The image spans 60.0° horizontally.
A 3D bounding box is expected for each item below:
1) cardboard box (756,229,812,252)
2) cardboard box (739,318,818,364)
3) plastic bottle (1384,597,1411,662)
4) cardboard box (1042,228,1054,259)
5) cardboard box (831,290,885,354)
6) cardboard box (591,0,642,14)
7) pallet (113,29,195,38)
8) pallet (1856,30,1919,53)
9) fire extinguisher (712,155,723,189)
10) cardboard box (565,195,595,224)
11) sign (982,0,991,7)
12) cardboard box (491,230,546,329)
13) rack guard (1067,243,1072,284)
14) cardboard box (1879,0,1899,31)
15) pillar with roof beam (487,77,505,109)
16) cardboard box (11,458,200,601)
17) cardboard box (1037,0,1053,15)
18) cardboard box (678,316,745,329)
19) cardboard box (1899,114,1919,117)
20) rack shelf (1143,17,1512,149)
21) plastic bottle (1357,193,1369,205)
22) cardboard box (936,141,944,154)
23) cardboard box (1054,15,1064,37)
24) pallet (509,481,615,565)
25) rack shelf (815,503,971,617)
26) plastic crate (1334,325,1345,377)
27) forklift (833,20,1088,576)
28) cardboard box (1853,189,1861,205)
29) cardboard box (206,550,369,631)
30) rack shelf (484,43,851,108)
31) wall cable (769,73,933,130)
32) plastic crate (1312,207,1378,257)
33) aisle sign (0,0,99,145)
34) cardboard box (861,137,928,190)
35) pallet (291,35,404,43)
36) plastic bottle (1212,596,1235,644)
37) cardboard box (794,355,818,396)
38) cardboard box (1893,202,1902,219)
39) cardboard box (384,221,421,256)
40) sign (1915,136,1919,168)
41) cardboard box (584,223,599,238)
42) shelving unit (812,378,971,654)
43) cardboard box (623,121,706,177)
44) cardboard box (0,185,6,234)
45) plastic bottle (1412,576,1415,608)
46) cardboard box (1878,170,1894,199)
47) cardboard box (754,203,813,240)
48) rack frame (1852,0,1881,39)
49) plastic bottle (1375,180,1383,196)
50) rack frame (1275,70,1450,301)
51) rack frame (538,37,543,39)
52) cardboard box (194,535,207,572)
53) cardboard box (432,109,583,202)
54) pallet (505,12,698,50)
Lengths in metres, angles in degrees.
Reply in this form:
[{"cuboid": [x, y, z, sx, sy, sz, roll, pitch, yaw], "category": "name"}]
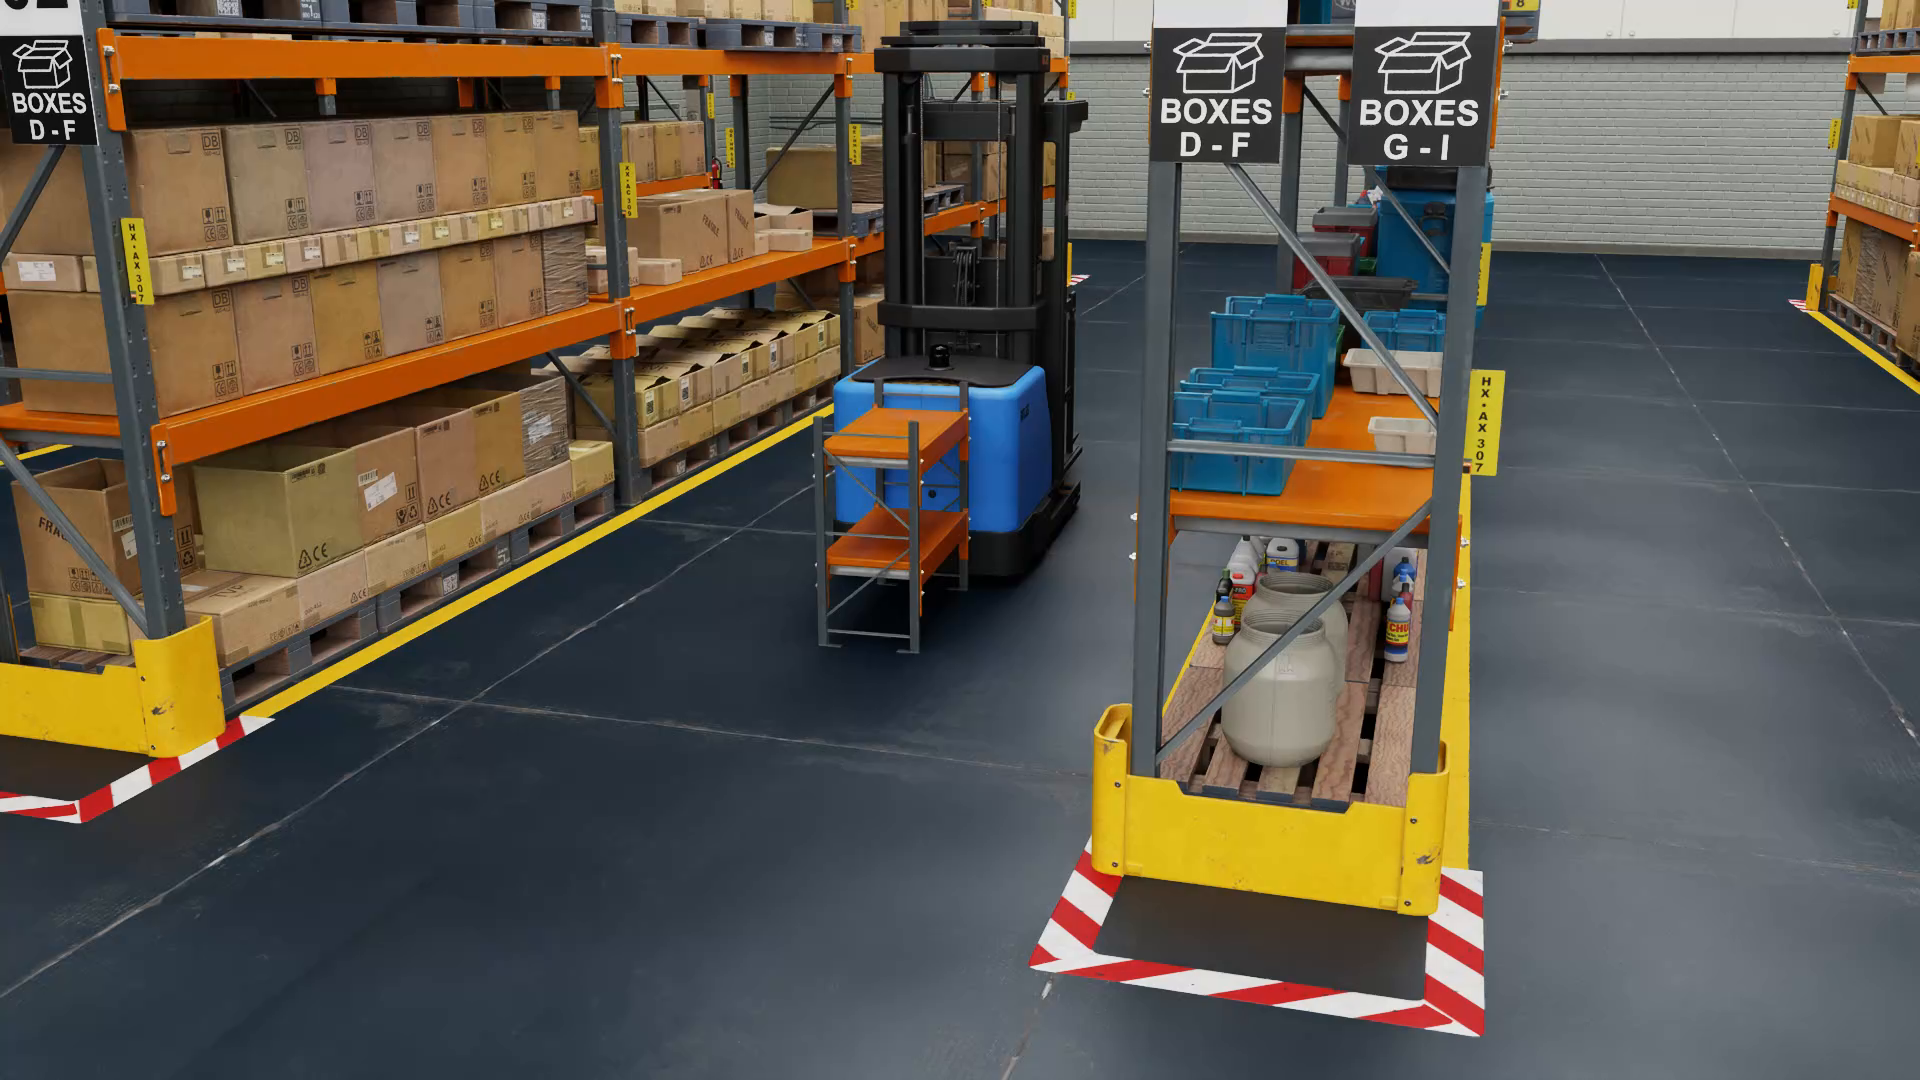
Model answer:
[{"cuboid": [-1.390, -2.369, 13.146, 0.380, 0.149, 0.250, 5, 16, 16], "category": "cardboard box"}, {"cuboid": [-1.453, -1.603, 13.227, 0.500, 0.311, 0.500, 4, 16, 15], "category": "cardboard box"}, {"cuboid": [1.890, 0.382, 7.179, 0.097, 0.271, 0.097, 0, 16, 0], "category": "plastic bottle"}, {"cuboid": [0.956, -3.688, 21.108, 0.500, 0.500, 0.500, 5, 16, 16], "category": "cardboard box"}, {"cuboid": [-0.852, -1.990, 15.124, 0.500, 0.500, 0.500, 4, 16, 14], "category": "cardboard box"}, {"cuboid": [-2.351, -3.434, 10.447, 0.500, 0.250, 0.500, 6, 17, 22], "category": "cardboard box"}, {"cuboid": [-6.717, -3.861, 12.792, 1.213, 0.211, 1.003, 5, 16, 16], "category": "pallet"}, {"cuboid": [10.170, -5.276, 17.600, 1.003, 0.211, 1.213, 5, 16, 16], "category": "pallet"}, {"cuboid": [-3.391, -5.010, 22.821, 0.296, 0.674, 0.183, 5, 16, 16], "category": "fire extinguisher"}, {"cuboid": [-2.408, -1.973, 9.916, 0.380, 0.149, 0.250, 5, 16, 16], "category": "cardboard box"}, {"cuboid": [0.271, -5.633, 17.024, 0.100, 0.325, 0.005, 5, 16, 16], "category": "sign"}, {"cuboid": [-2.799, -1.493, 9.414, 0.700, 0.500, 0.500, 4, 16, 15], "category": "cardboard box"}, {"cuboid": [0.853, -3.617, 21.667, 1.175, 0.500, 0.348, 5, 16, 16], "category": "rack guard"}, {"cuboid": [9.999, -5.534, 17.210, 0.700, 0.500, 0.500, 4, 16, 14], "category": "cardboard box"}, {"cuboid": [-1.516, -6.979, 17.944, 9.100, 9.000, 0.400, 5, 16, 16], "category": "pillar with roof beam"}, {"cuboid": [-3.805, -0.057, 7.429, 0.500, 0.500, 0.500, 5, 16, 16], "category": "cardboard box"}, {"cuboid": [0.744, -6.676, 20.358, 0.700, 0.500, 0.500, 5, 16, 16], "category": "cardboard box"}, {"cuboid": [-1.971, -1.644, 13.369, 0.500, 0.311, 0.500, 4, 16, 14], "category": "cardboard box"}, {"cuboid": [10.485, -4.355, 18.040, 0.500, 0.500, 0.500, 5, 17, 17], "category": "cardboard box"}, {"cuboid": [1.644, -1.889, 6.814, 1.077, 0.370, 4.000, 5, 16, 16], "category": "rack shelf"}, {"cuboid": [3.465, -2.814, 14.345, 0.144, 0.351, 0.185, 5, 16, 16], "category": "plastic bottle"}, {"cuboid": [-0.367, -4.475, 18.093, 0.500, 0.500, 0.500, 5, 17, 16], "category": "cardboard box"}, {"cuboid": [0.973, -6.297, 20.395, 0.500, 0.250, 0.500, 5, 16, 16], "category": "cardboard box"}, {"cuboid": [-2.802, -0.154, 9.986, 1.003, 0.211, 1.213, 5, 16, 16], "category": "pallet"}, {"cuboid": [-0.319, 0.082, 8.374, 0.538, 0.278, 1.000, 4, 16, 13], "category": "rack shelf"}, {"cuboid": [1.556, -0.880, 7.824, 0.450, 0.188, 0.662, 5, 16, 16], "category": "plastic crate"}, {"cuboid": [0.147, -1.577, 10.019, 1.130, 2.935, 3.031, 4, 16, 13], "category": "forklift"}, {"cuboid": [9.664, -3.614, 17.533, 0.380, 0.149, 0.250, 4, 16, 15], "category": "cardboard box"}, {"cuboid": [-3.168, 0.213, 7.852, 0.500, 0.250, 0.500, 5, 16, 16], "category": "cardboard box"}, {"cuboid": [-1.967, -3.321, 11.861, 1.077, 0.370, 4.000, 5, 16, 16], "category": "rack shelf"}, {"cuboid": [-1.926, -8.067, 27.471, 3.097, 2.526, 0.112, 5, 16, 16], "category": "wall cable"}, {"cuboid": [2.596, -1.994, 11.244, 0.402, 0.464, 0.583, 5, 16, 16], "category": "plastic crate"}, {"cuboid": [-3.397, -1.864, 6.139, 0.394, 0.787, 0.004, 5, 16, 16], "category": "aisle sign"}, {"cuboid": [-0.746, -3.752, 16.608, 0.700, 0.500, 0.500, 7, 17, 25], "category": "cardboard box"}, {"cuboid": [-6.017, -4.655, 15.593, 1.213, 0.211, 1.003, 5, 17, 18], "category": "pallet"}, {"cuboid": [1.177, 0.351, 7.416, 0.097, 0.201, 0.097, 0, 16, 0], "category": "plastic bottle"}, {"cuboid": [-1.458, -1.334, 13.306, 0.500, 0.250, 0.500, 4, 16, 15], "category": "cardboard box"}, {"cuboid": [9.153, -3.143, 15.874, 0.380, 0.149, 0.250, 4, 16, 15], "category": "cardboard box"}, {"cuboid": [-2.917, -1.502, 8.256, 0.380, 0.149, 0.250, 5, 17, 16], "category": "cardboard box"}, {"cuboid": [8.702, -3.521, 15.016, 0.100, 0.325, 0.005, 5, 16, 16], "category": "sign"}, {"cuboid": [-4.430, -3.751, 20.180, 0.380, 0.149, 0.250, 5, 17, 18], "category": "cardboard box"}, {"cuboid": [-0.319, -0.153, 8.307, 0.538, 1.125, 1.048, 4, 16, 13], "category": "shelving unit"}, {"cuboid": [-4.011, -5.233, 22.233, 0.980, 0.700, 0.700, 5, 17, 18], "category": "cardboard box"}, {"cuboid": [-7.109, -2.474, 12.065, 0.700, 0.500, 0.500, 5, 16, 16], "category": "cardboard box"}, {"cuboid": [2.102, 0.220, 7.878, 0.097, 0.201, 0.097, 0, 16, 0], "category": "plastic bottle"}, {"cuboid": [9.398, -3.500, 16.402, 0.500, 0.250, 0.500, 5, 17, 17], "category": "cardboard box"}, {"cuboid": [-1.544, -2.612, 13.705, 0.500, 0.311, 0.500, 6, 17, 19], "category": "cardboard box"}, {"cuboid": [10.371, -6.957, 17.865, 1.000, 3.000, 0.127, 5, 16, 16], "category": "rack frame"}, {"cuboid": [4.064, -3.307, 16.082, 0.144, 0.351, 0.185, 5, 16, 16], "category": "plastic bottle"}, {"cuboid": [2.212, -1.315, 8.970, 1.000, 3.000, 0.127, 5, 16, 16], "category": "rack frame"}, {"cuboid": [-5.013, -7.063, 18.239, 1.000, 3.000, 0.127, 5, 16, 16], "category": "rack frame"}, {"cuboid": [-3.673, 0.172, 7.996, 0.500, 0.250, 0.500, 5, 16, 16], "category": "cardboard box"}, {"cuboid": [-2.656, -2.256, 9.726, 0.700, 0.500, 0.500, 5, 17, 16], "category": "cardboard box"}, {"cuboid": [-2.298, -3.283, 10.761, 0.805, 0.209, 1.217, 4, 16, 14], "category": "pallet"}]
